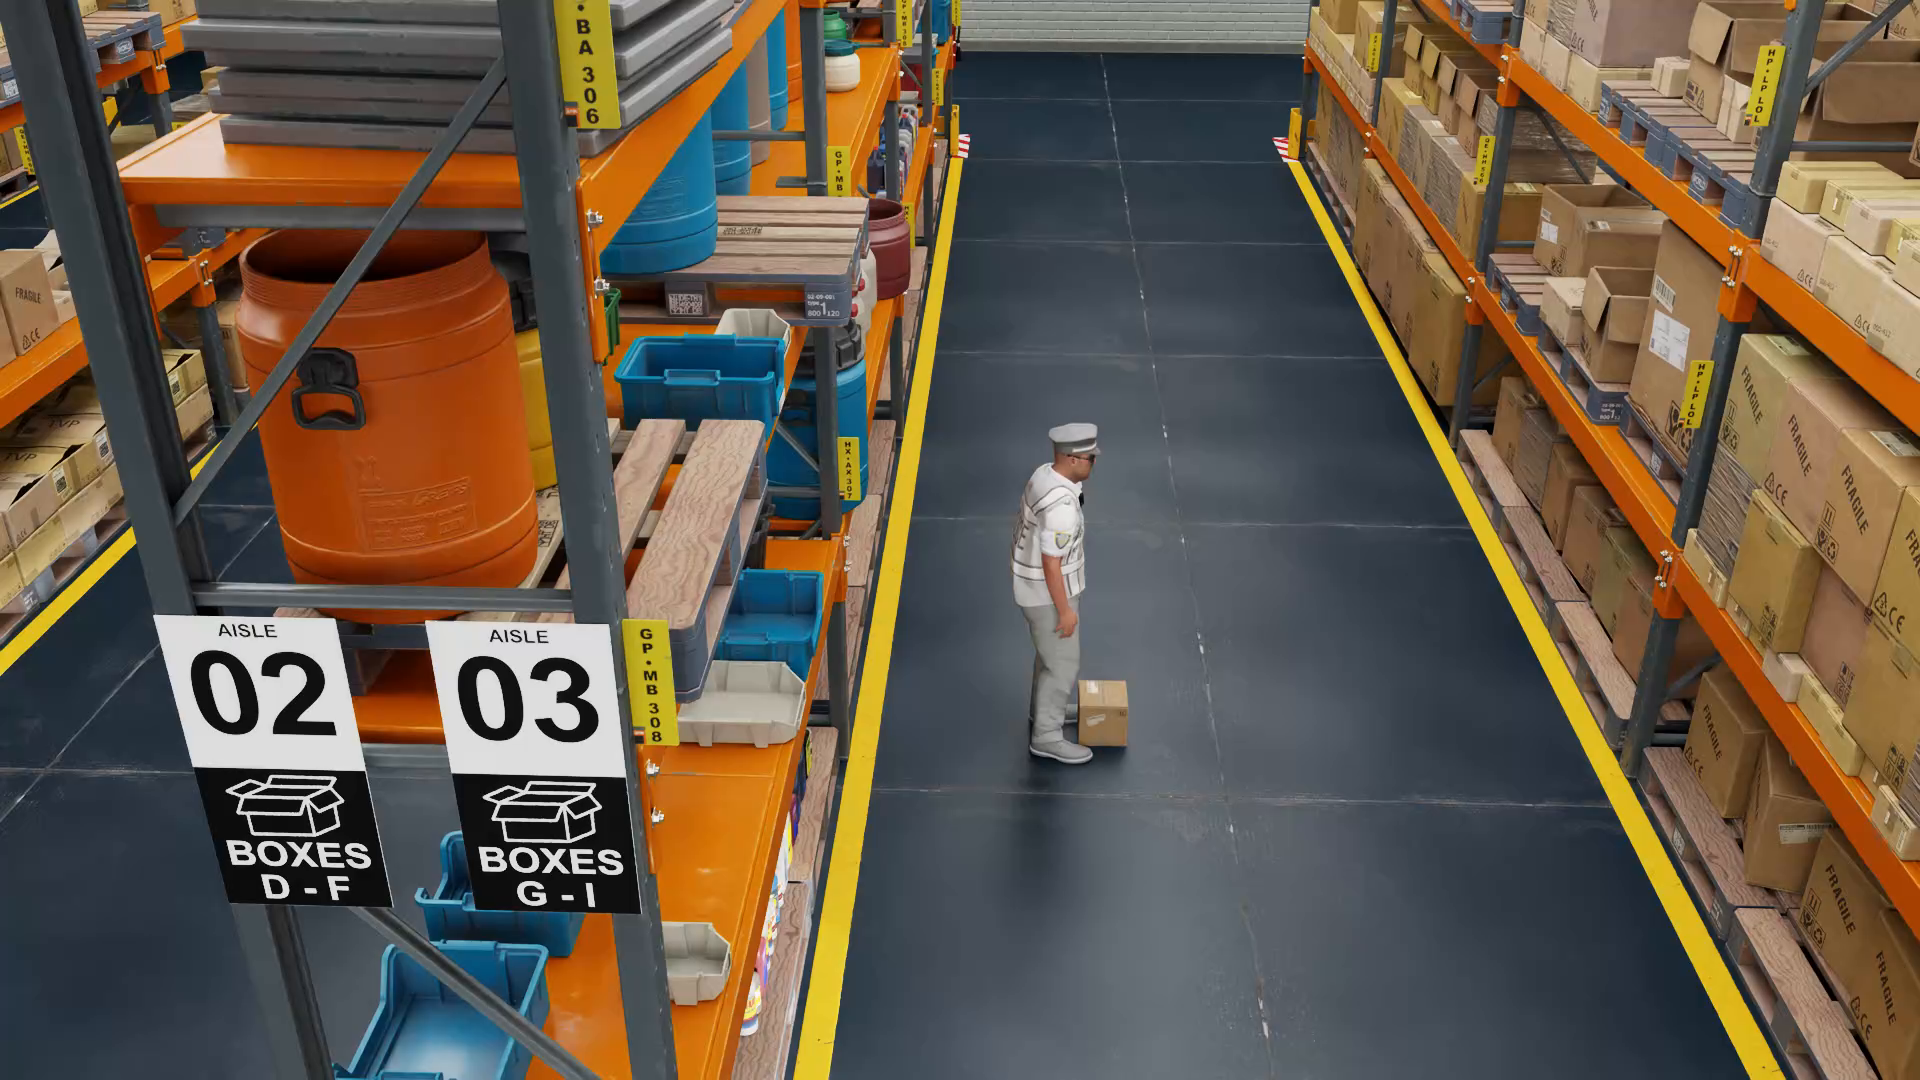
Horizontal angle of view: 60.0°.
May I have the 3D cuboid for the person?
[{"bbox_3d":[0.473,0.247,8.378,0.439,1.748,0.586,1,28,2],"label":"person"}]
